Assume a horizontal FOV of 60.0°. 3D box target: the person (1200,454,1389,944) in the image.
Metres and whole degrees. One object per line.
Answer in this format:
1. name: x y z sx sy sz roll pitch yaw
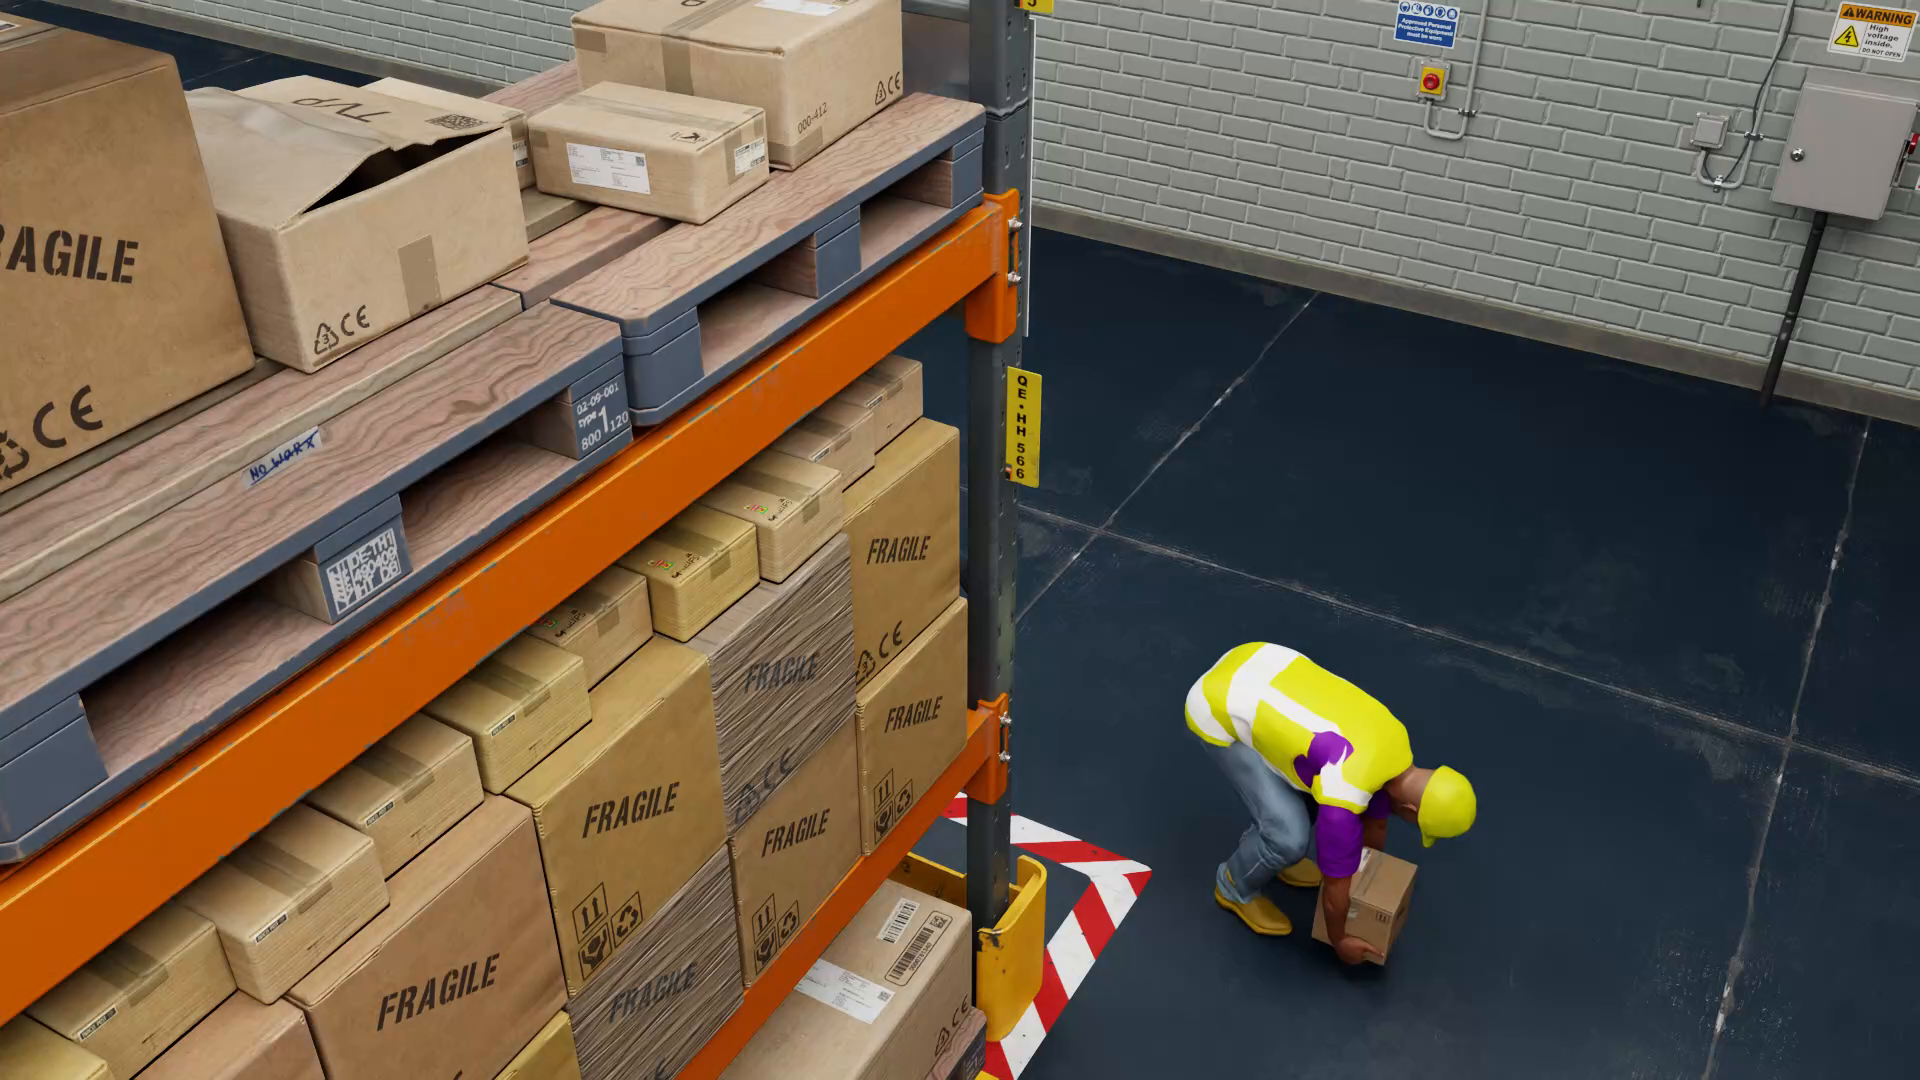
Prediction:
1. person: 1.054 0.485 5.406 0.461 1.759 0.631 23 40 31
